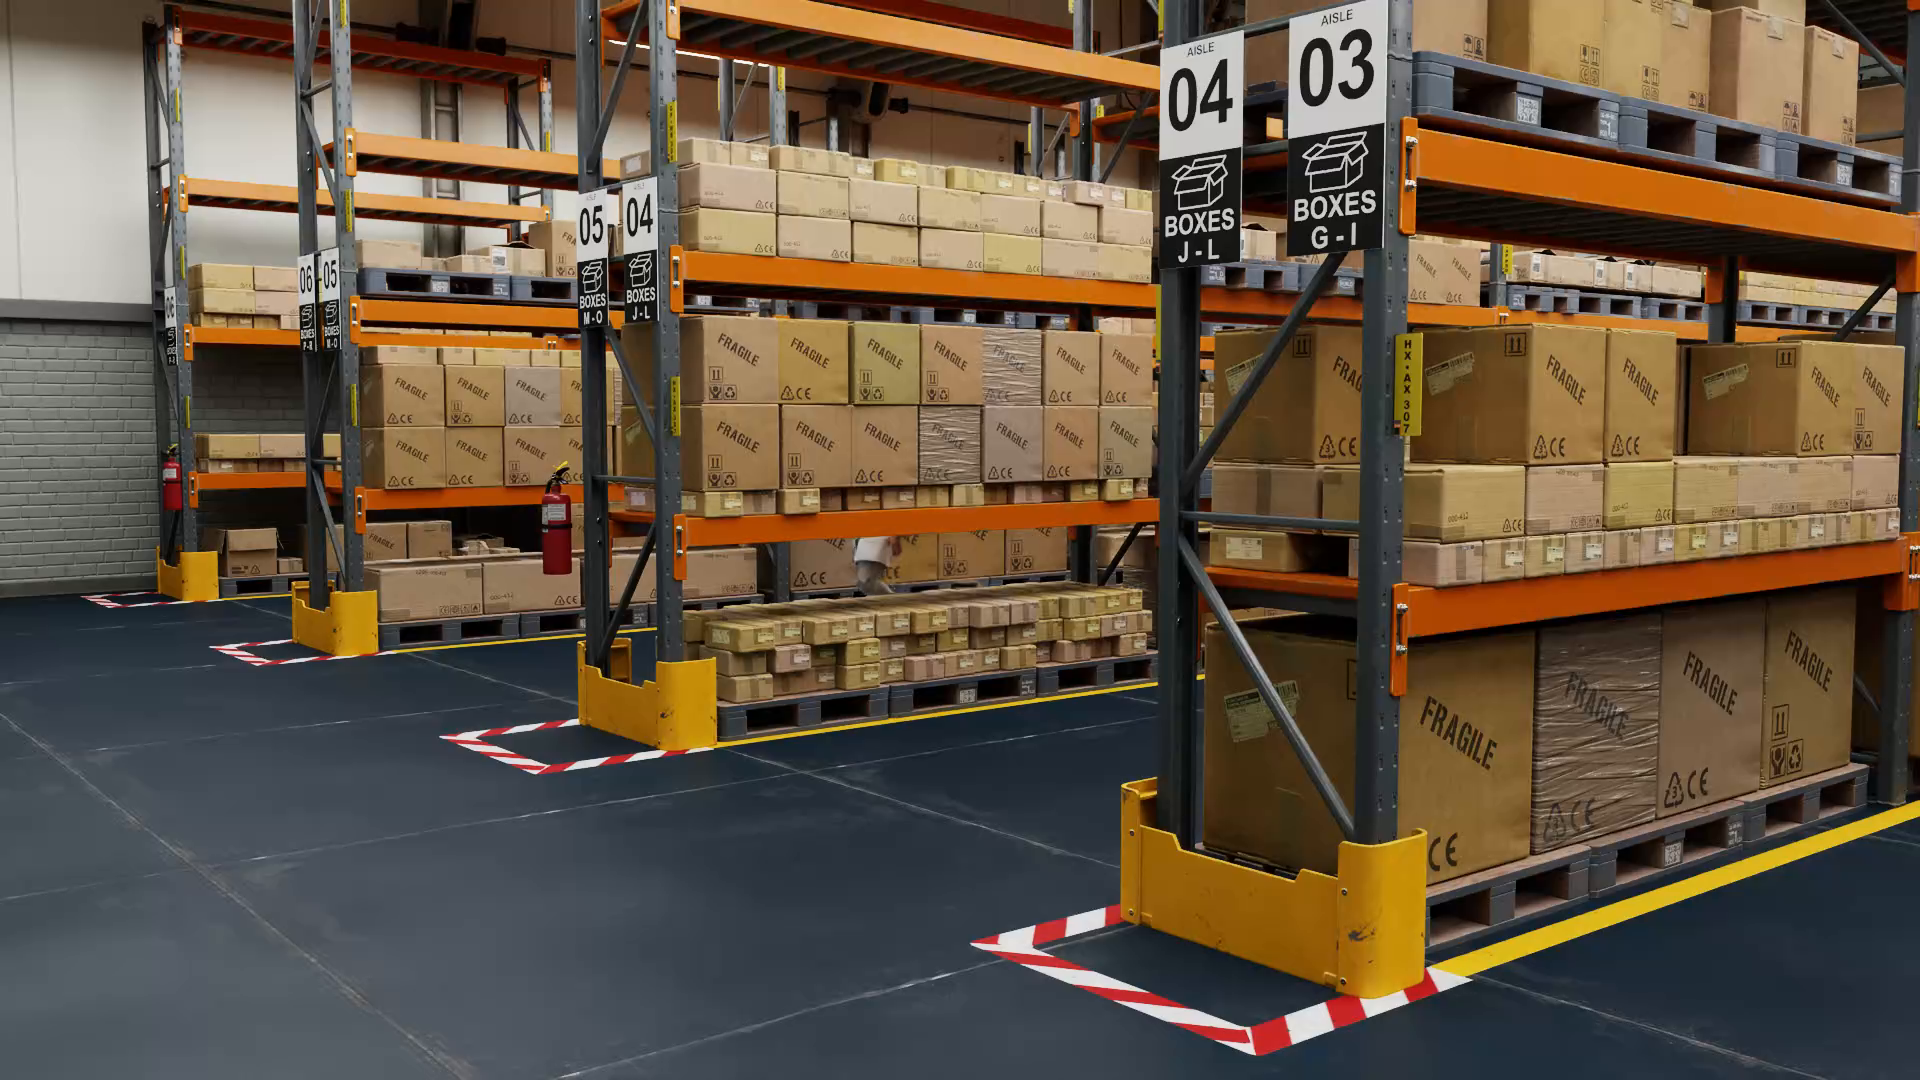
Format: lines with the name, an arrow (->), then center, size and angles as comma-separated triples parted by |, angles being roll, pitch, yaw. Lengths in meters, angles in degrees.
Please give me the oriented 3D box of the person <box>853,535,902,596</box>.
person -> -0.671, -0.019, 13.514 | 0.552, 1.770, 0.621 | -2, 5, -29
